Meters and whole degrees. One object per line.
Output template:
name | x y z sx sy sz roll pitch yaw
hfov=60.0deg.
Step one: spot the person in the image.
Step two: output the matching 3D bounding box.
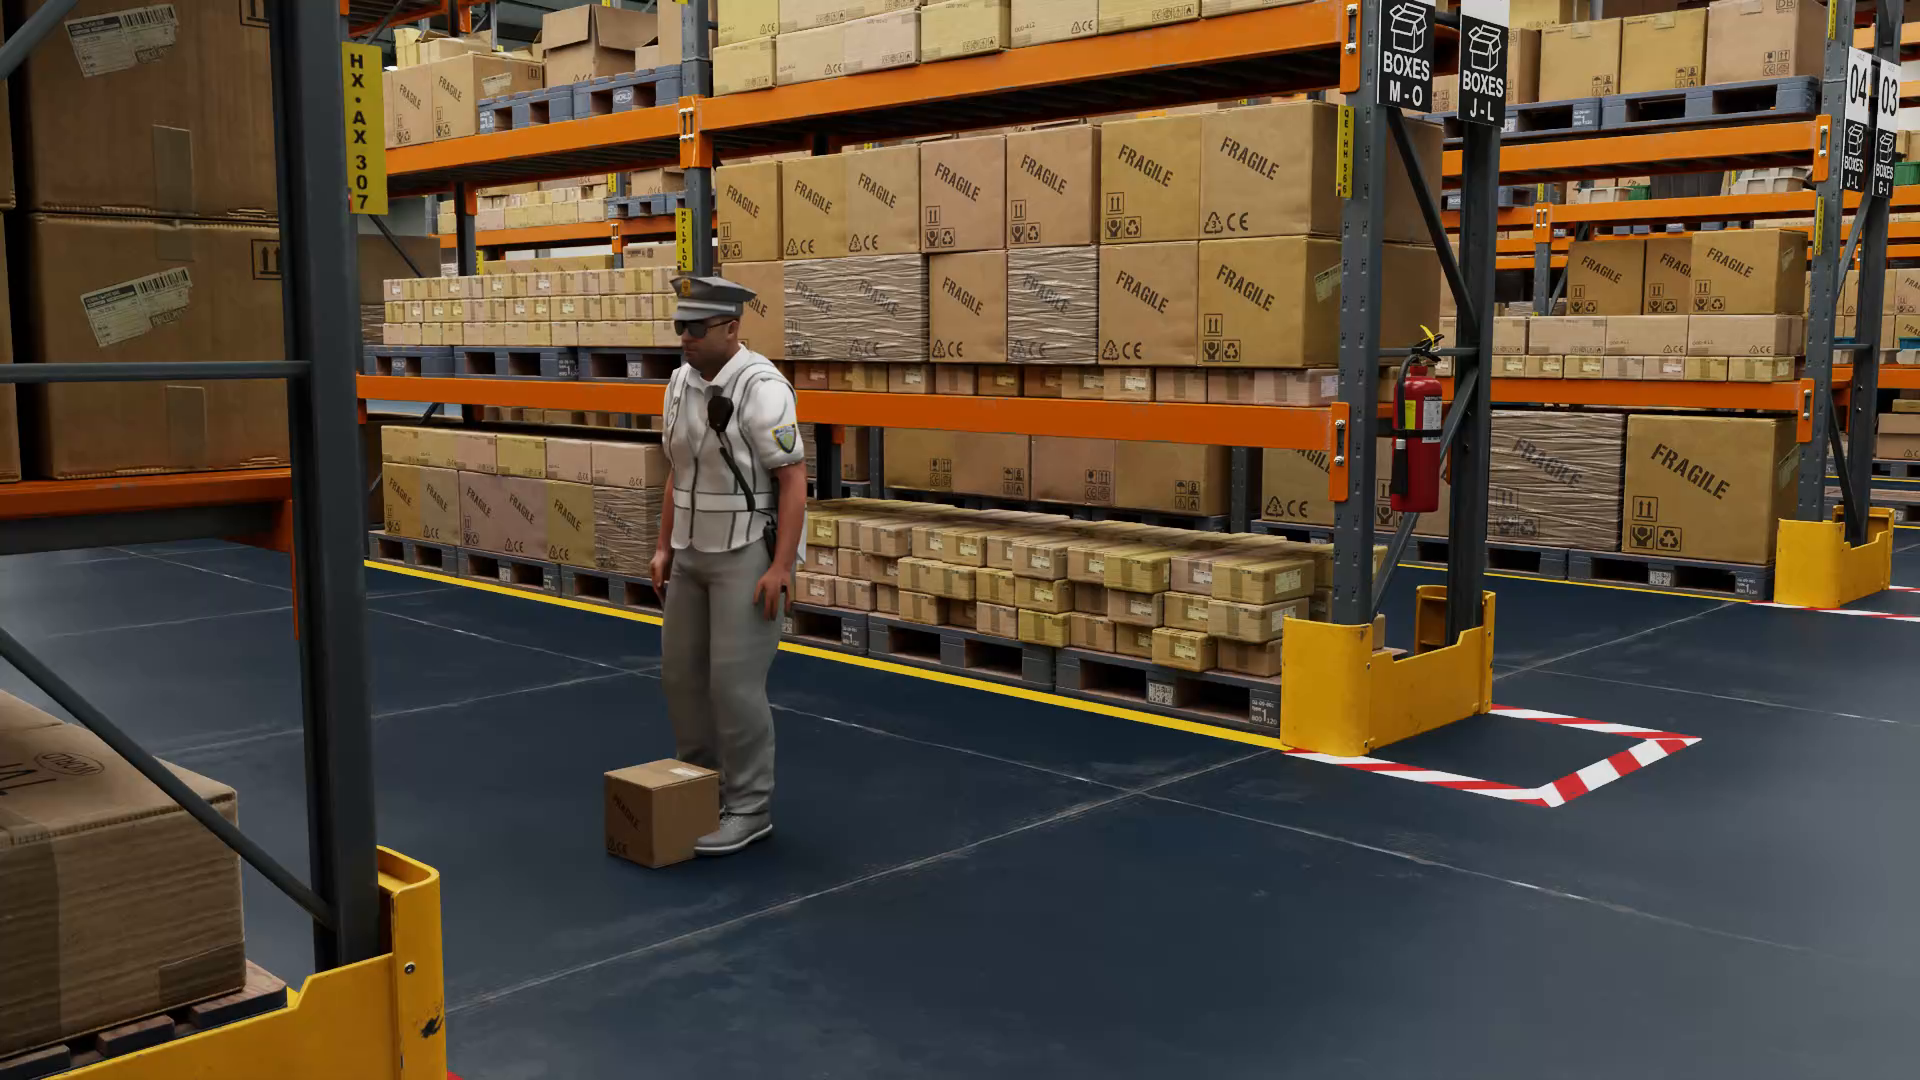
person | -0.736 0.065 5.182 0.606 1.749 0.476 6 9 40
